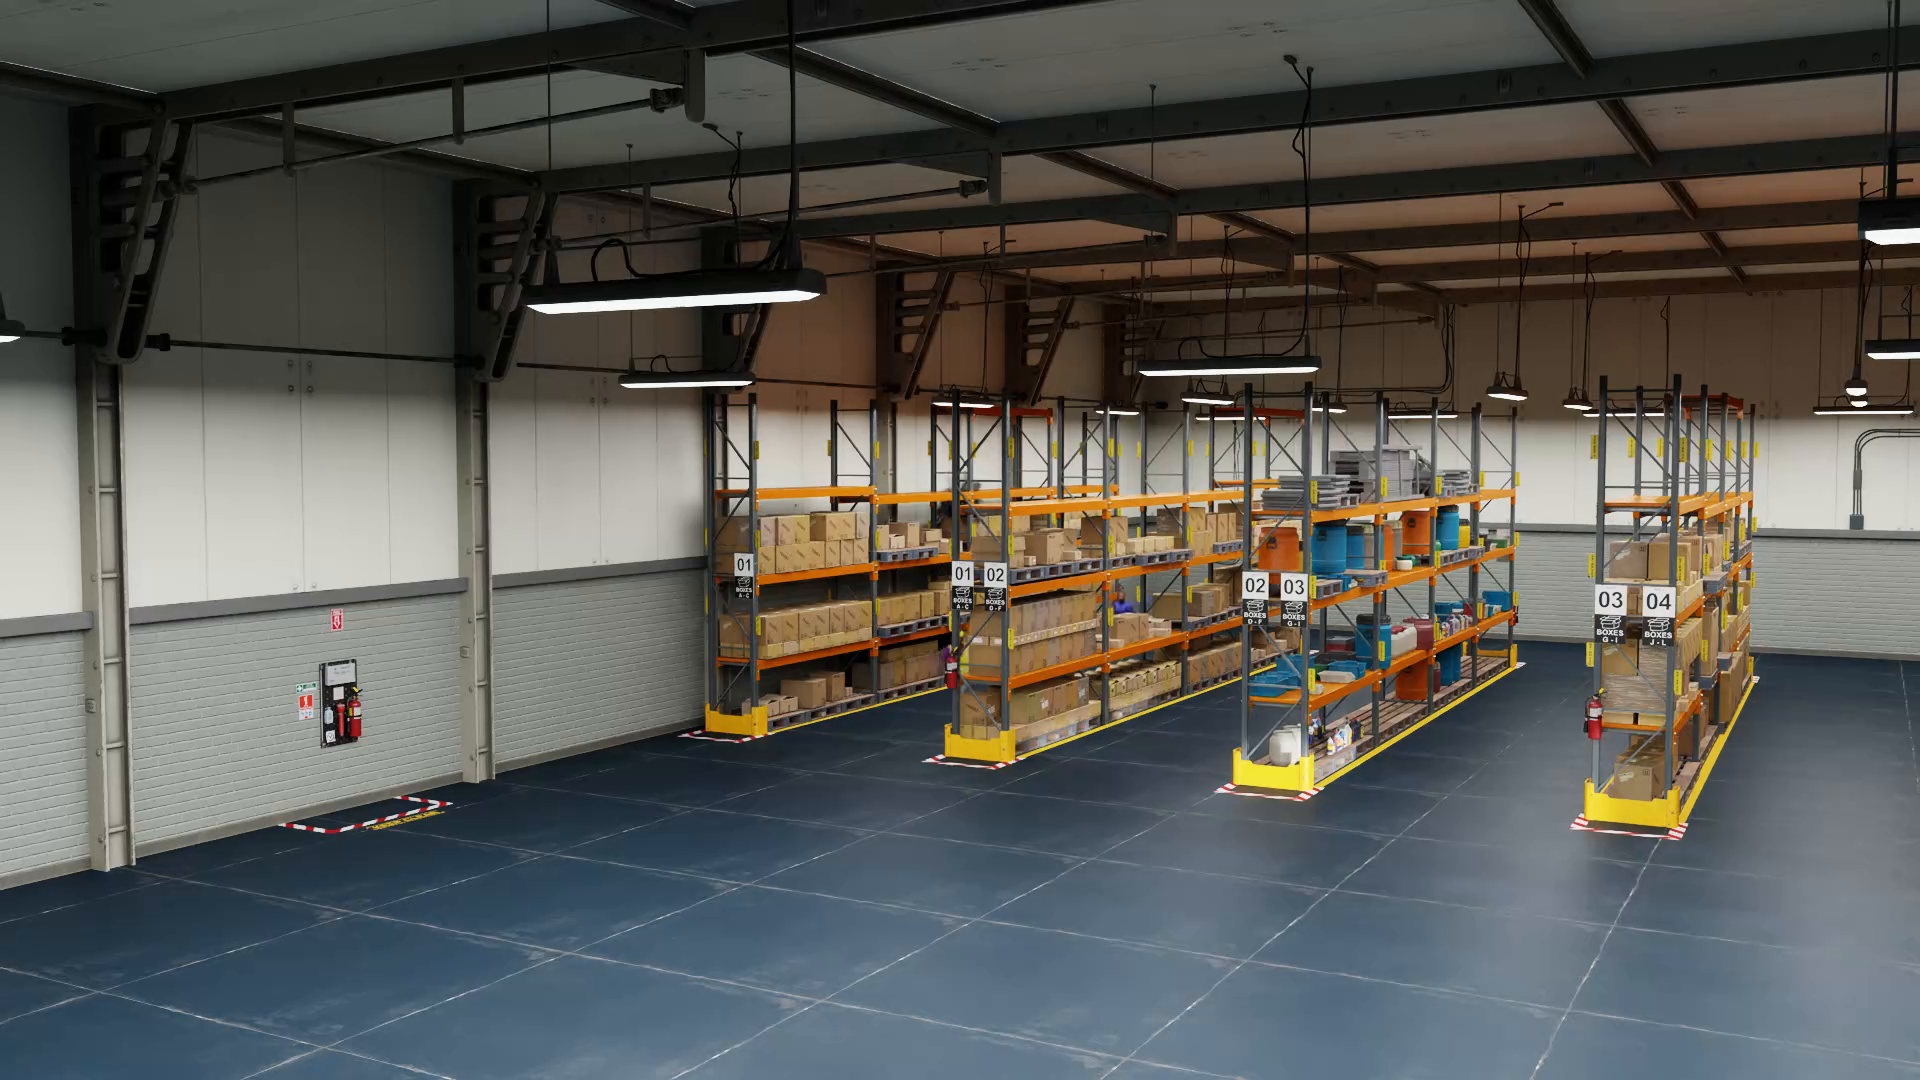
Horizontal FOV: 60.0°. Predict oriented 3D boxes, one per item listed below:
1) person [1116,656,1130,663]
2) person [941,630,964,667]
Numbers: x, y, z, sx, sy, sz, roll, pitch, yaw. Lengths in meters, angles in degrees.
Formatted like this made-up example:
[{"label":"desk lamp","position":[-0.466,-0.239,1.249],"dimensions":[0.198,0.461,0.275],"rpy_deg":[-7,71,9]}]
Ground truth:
[{"label":"person","position":[3.849,2.670,39.257],"dimensions":[0.214,0.366,0.939],"rpy_deg":[1,3,18]},{"label":"person","position":[0.007,2.041,30.119],"dimensions":[0.732,0.850,0.665],"rpy_deg":[1,3,19]}]
